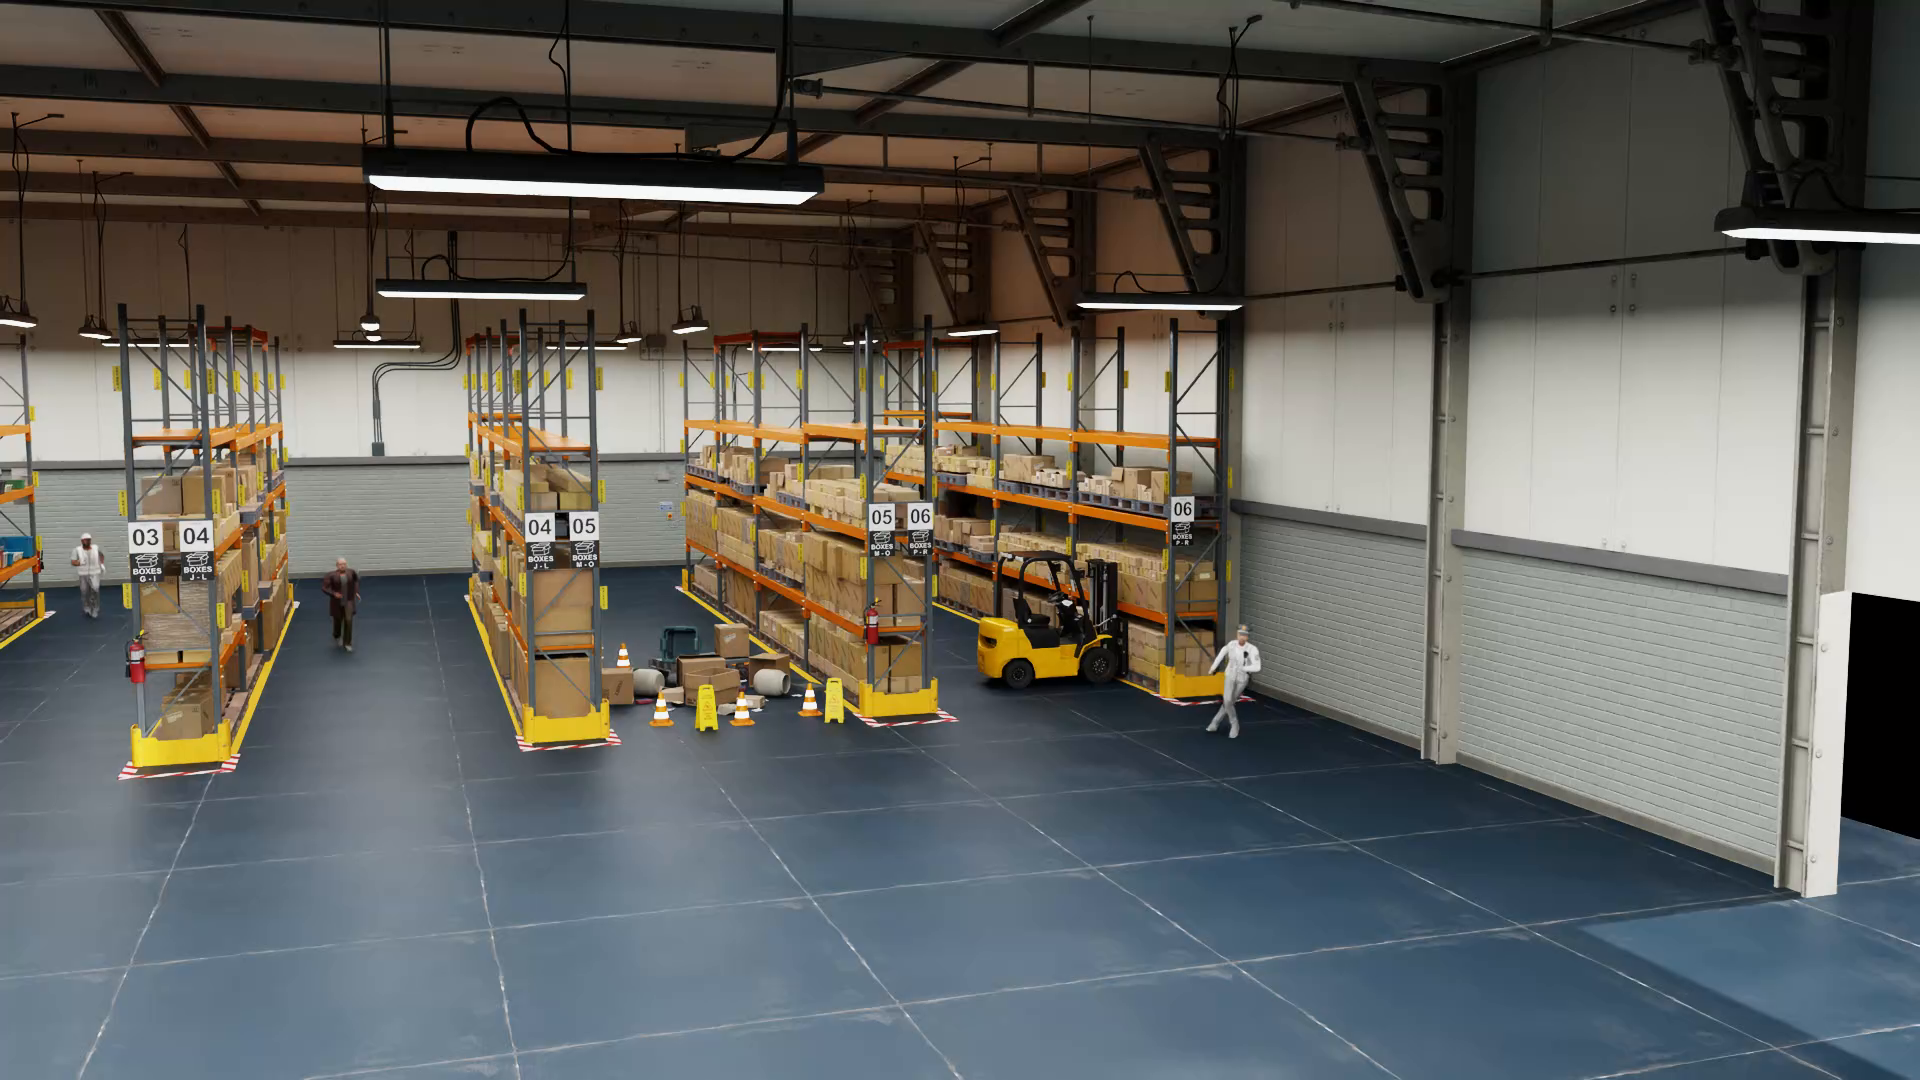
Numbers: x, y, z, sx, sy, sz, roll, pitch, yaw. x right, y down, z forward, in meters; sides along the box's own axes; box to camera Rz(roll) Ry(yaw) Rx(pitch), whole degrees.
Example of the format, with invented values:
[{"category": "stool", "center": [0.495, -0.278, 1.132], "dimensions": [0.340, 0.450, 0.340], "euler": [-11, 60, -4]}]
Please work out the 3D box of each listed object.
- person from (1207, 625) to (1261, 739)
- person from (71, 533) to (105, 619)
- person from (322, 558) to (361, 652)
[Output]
[{"category": "person", "center": [3.871, 1.966, 23.478], "dimensions": [0.744, 1.592, 0.666], "euler": [1, 6, 11]}, {"category": "person", "center": [-18.516, 0.767, 35.338], "dimensions": [0.644, 1.836, 0.857], "euler": [-3, 6, -28]}, {"category": "person", "center": [-11.586, 1.183, 31.118], "dimensions": [0.689, 1.749, 1.005], "euler": [-3, 6, -27]}]
